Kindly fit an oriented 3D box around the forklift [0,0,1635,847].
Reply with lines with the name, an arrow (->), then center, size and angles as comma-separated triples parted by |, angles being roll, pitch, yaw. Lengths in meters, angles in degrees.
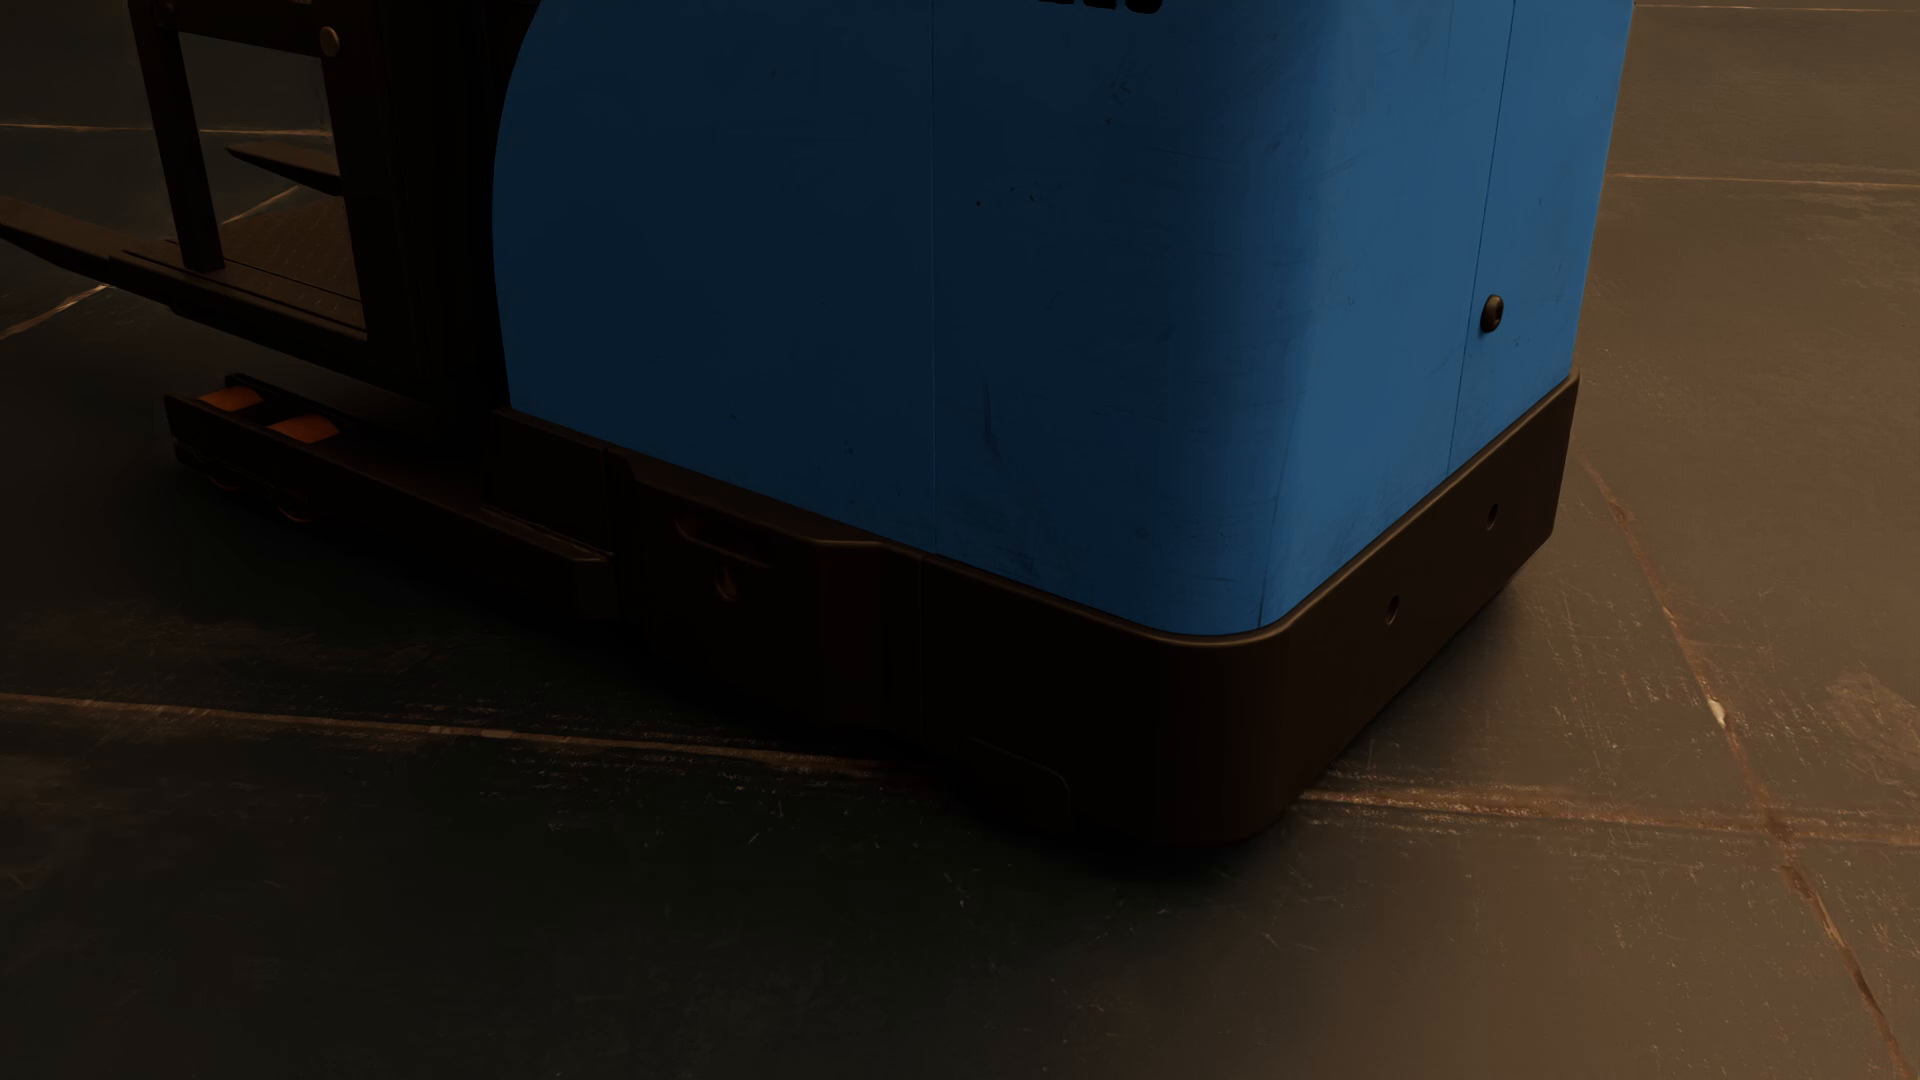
forklift -> -0.633, -1.506, 2.235 | 3.031, 2.935, 1.130 | 19, 32, 33
